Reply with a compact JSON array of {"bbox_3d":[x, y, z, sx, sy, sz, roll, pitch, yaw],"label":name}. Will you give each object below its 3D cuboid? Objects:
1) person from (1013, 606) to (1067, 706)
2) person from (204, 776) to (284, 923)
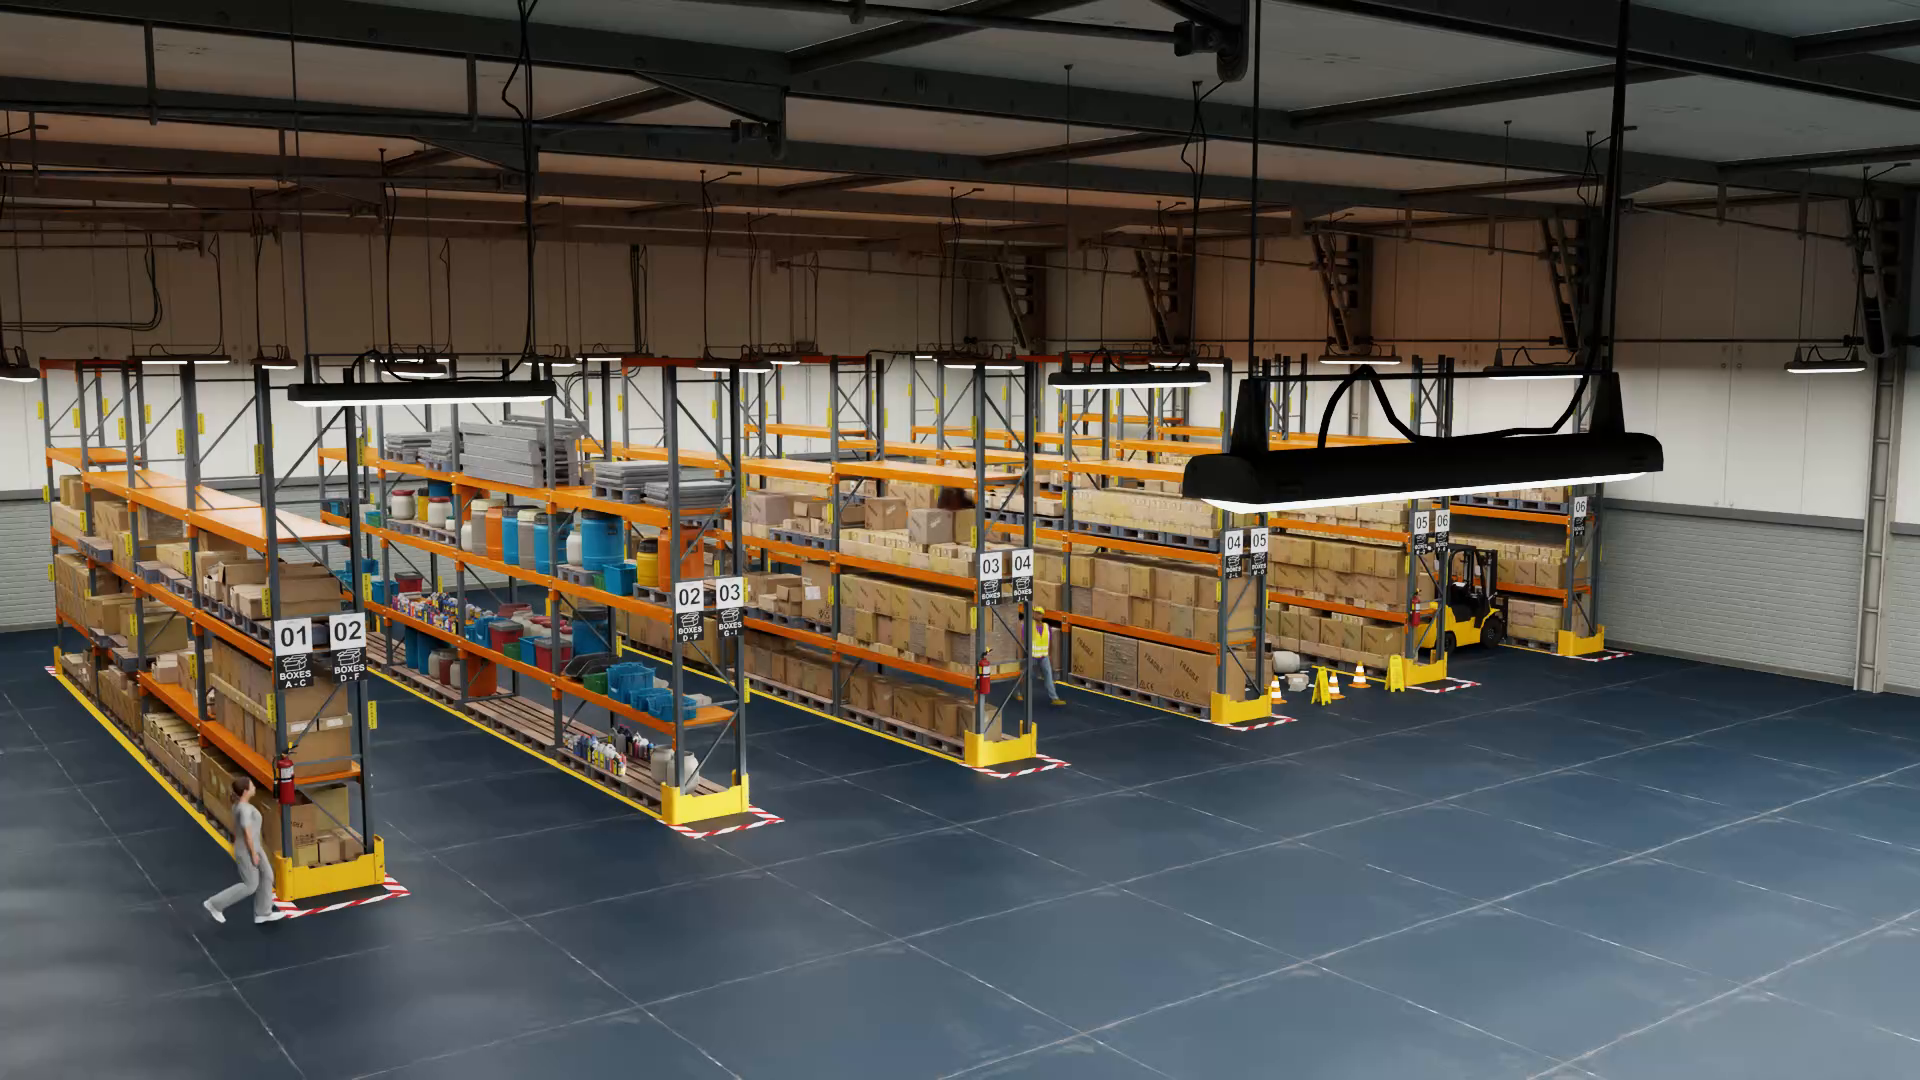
[{"bbox_3d":[1.360,2.021,28.843,0.730,1.705,1.053,-7,10,-44],"label":"person"},{"bbox_3d":[-7.760,3.365,17.968,0.776,1.630,0.445,-2,7,-14],"label":"person"}]
